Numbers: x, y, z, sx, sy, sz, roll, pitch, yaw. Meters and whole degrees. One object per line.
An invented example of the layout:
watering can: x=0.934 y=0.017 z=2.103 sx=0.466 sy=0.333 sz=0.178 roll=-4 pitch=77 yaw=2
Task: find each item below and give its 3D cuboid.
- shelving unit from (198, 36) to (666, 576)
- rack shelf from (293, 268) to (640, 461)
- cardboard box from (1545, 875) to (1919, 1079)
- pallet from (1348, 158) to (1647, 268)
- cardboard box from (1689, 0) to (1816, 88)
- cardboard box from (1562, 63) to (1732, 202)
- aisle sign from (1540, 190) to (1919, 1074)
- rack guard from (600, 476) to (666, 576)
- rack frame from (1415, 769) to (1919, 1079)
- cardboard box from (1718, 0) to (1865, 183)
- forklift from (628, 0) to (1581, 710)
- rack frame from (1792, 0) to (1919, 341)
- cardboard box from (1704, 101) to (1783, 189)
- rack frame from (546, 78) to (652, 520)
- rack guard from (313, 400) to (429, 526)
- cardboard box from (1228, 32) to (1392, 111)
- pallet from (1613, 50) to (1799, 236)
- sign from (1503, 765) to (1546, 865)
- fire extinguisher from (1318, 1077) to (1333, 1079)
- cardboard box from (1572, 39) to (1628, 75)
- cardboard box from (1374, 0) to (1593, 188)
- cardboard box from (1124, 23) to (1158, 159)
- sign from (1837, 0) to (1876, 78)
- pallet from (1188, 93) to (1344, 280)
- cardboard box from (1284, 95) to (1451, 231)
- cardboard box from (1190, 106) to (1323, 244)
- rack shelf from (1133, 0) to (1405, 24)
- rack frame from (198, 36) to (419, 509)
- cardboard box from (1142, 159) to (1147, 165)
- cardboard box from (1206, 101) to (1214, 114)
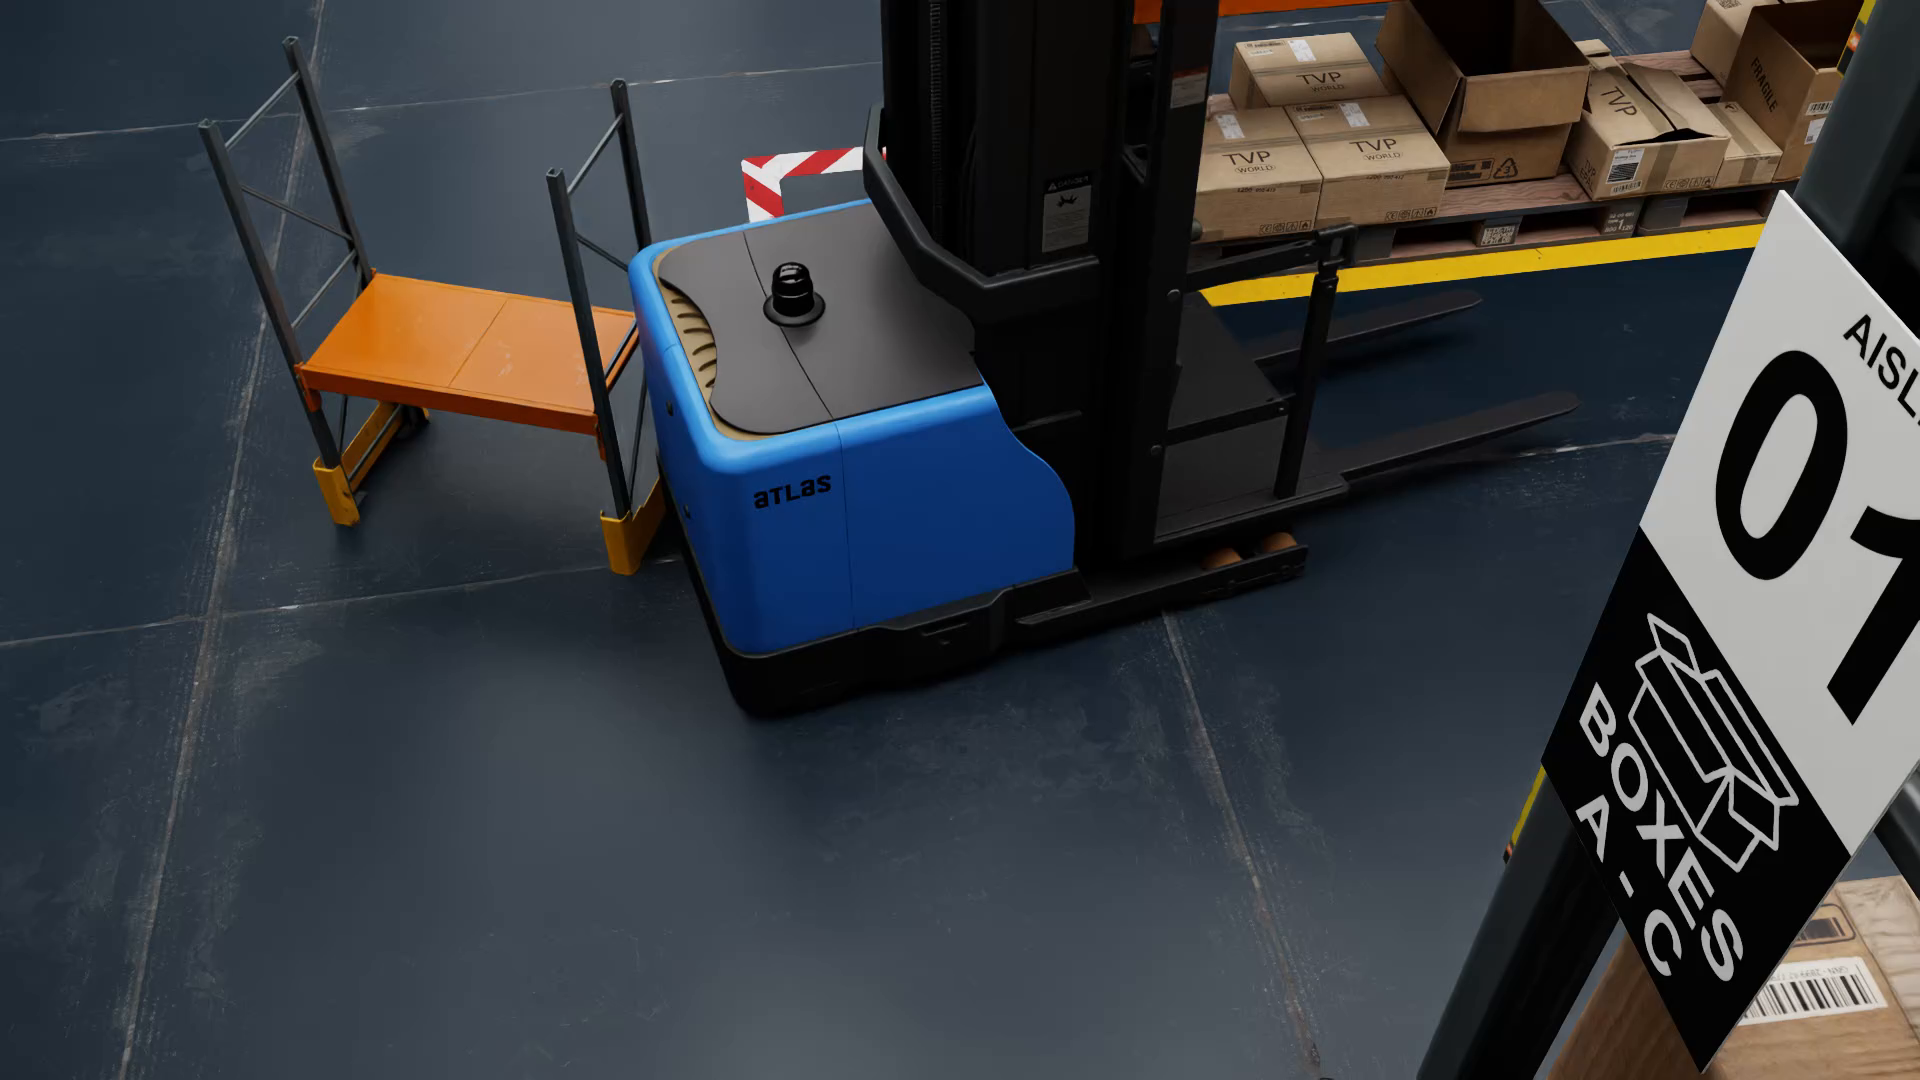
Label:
shelving unit: x=-1.521 y=-0.696 z=5.159 sx=1.083 sy=1.500 sz=0.587 roll=10 pitch=47 yaw=9
rack shelf: x=-1.512 y=-0.569 z=5.287 sx=1.000 sy=0.185 sz=0.538 roll=10 pitch=47 yaw=9
cardboard box: x=1.335 y=1.056 z=2.221 sx=0.700 sy=0.700 sz=0.980 roll=-5 pitch=46 yaw=-5
pallet: x=2.046 y=-1.572 z=6.899 sx=1.213 sy=0.211 sz=1.003 roll=-7 pitch=46 yaw=-7
cardboard box: x=3.477 y=-2.097 z=7.030 sx=0.500 sy=0.311 sz=0.500 roll=-7 pitch=46 yaw=-7
cardboard box: x=2.675 y=-1.632 z=6.581 sx=0.500 sy=0.311 sz=0.500 roll=-7 pitch=46 yaw=-7
aisle sign: x=0.712 y=0.124 z=1.522 sx=0.004 sy=0.787 sz=0.394 roll=-7 pitch=46 yaw=-7
rack guard: x=-1.036 y=-0.180 z=5.530 sx=0.087 sy=0.250 sz=0.587 roll=10 pitch=47 yaw=9
rack frame: x=0.834 y=1.230 z=2.262 sx=0.127 sy=3.000 sz=1.000 roll=-7 pitch=46 yaw=-7
cardboard box: x=3.414 y=-1.790 z=6.602 sx=0.500 sy=0.500 sz=0.500 roll=-7 pitch=46 yaw=-7
forklift: x=0.586 y=-1.174 z=4.626 sx=3.031 sy=2.935 sz=1.130 roll=-15 pitch=48 yaw=-14
rack frame: x=0.834 y=-0.852 z=0.102 sx=0.127 sy=3.000 sz=1.000 roll=-7 pitch=46 yaw=-7
cardboard box: x=3.055 y=-1.579 z=6.643 sx=0.250 sy=0.149 sz=0.380 roll=-7 pitch=46 yaw=-7
rack frame: x=-1.017 y=-0.610 z=5.076 sx=0.032 sy=1.500 sz=0.500 roll=10 pitch=47 yaw=9
rack guard: x=-2.006 y=-0.344 z=5.688 sx=0.087 sy=0.250 sz=0.587 roll=10 pitch=47 yaw=9
cardboard box: x=1.421 y=-1.820 z=6.805 sx=0.500 sy=0.250 sz=0.500 roll=-7 pitch=46 yaw=-7
pallet: x=3.251 y=-1.725 z=7.045 sx=1.213 sy=0.211 sz=1.003 roll=-7 pitch=46 yaw=-7
sign: x=0.756 y=0.359 z=2.132 sx=0.005 sy=0.325 sz=0.100 roll=-7 pitch=46 yaw=-7
fire extinguisher: x=0.607 y=1.077 z=2.722 sx=0.183 sy=0.674 sz=0.296 roll=-7 pitch=46 yaw=-7
cardboard box: x=2.626 y=-1.934 z=6.972 sx=0.250 sy=0.166 sz=0.380 roll=-7 pitch=46 yaw=-7
cardboard box: x=2.077 y=-1.828 z=6.636 sx=0.637 sy=0.503 sz=0.797 roll=-7 pitch=46 yaw=-7
cardboard box: x=0.480 y=-1.812 z=6.623 sx=0.500 sy=0.500 sz=0.500 roll=-7 pitch=46 yaw=-7
sign: x=0.756 y=-0.477 z=1.264 sx=0.005 sy=0.325 sz=0.100 roll=-7 pitch=46 yaw=-7
pallet: x=0.846 y=-1.425 z=6.757 sx=1.213 sy=0.211 sz=1.003 roll=-7 pitch=46 yaw=-7
cardboard box: x=1.556 y=-1.472 z=6.469 sx=0.500 sy=0.250 sz=0.500 roll=-7 pitch=46 yaw=-7
cardboard box: x=1.063 y=-1.410 z=6.410 sx=0.500 sy=0.250 sz=0.500 roll=-7 pitch=46 yaw=-7
rack shelf: x=1.957 y=-2.281 z=6.144 sx=4.000 sy=0.370 sz=1.077 roll=-7 pitch=46 yaw=-7
rack frame: x=-2.007 y=-0.778 z=5.238 sx=0.032 sy=1.500 sz=0.500 roll=10 pitch=47 yaw=9
cardboard box: x=0.704 y=-1.292 z=6.354 sx=0.250 sy=0.166 sz=0.380 roll=-7 pitch=46 yaw=-7
cardboard box: x=0.894 y=-1.682 z=6.729 sx=0.250 sy=0.166 sz=0.380 roll=-7 pitch=46 yaw=-7
